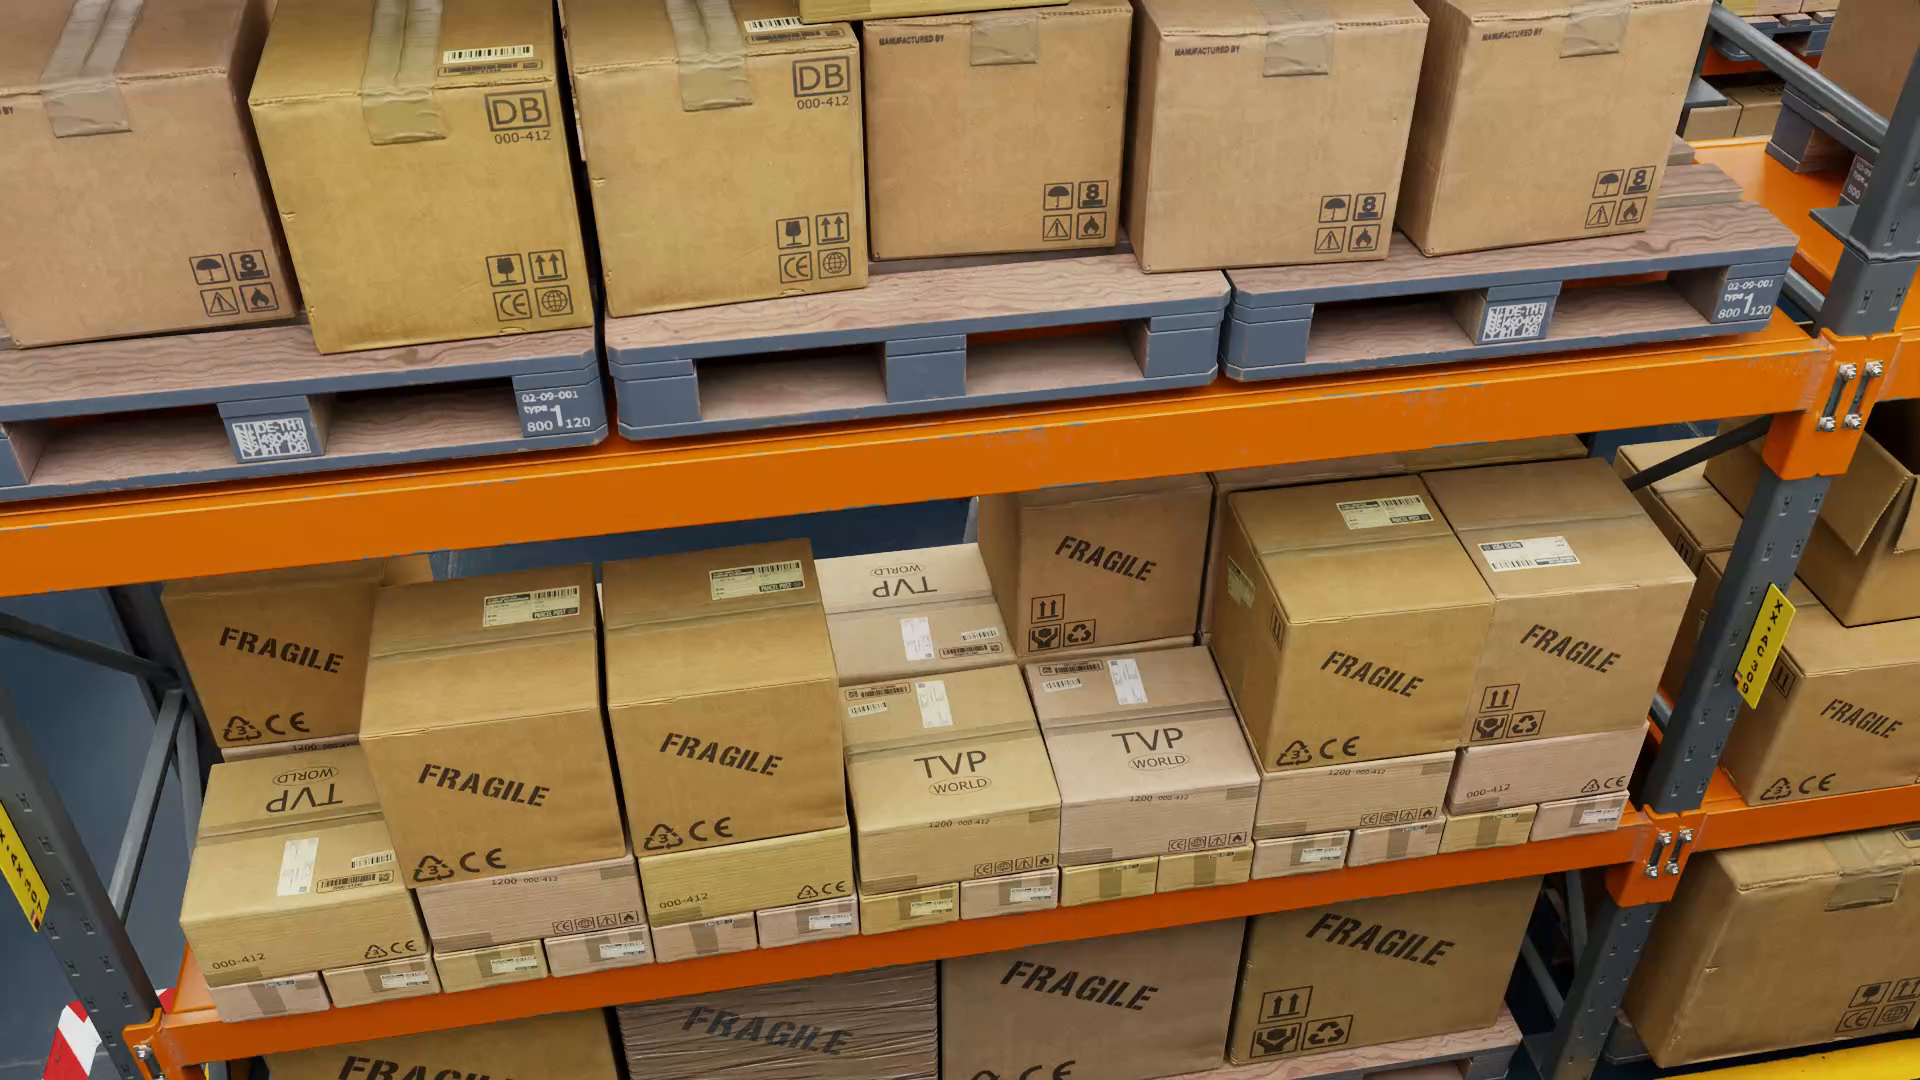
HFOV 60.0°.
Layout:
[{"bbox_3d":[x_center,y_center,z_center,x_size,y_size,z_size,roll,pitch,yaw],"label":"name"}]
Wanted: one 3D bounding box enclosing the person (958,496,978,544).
[{"bbox_3d":[0.166,-0.100,6.245,0.577,1.766,0.666,-23,44,-26],"label":"person"}]
